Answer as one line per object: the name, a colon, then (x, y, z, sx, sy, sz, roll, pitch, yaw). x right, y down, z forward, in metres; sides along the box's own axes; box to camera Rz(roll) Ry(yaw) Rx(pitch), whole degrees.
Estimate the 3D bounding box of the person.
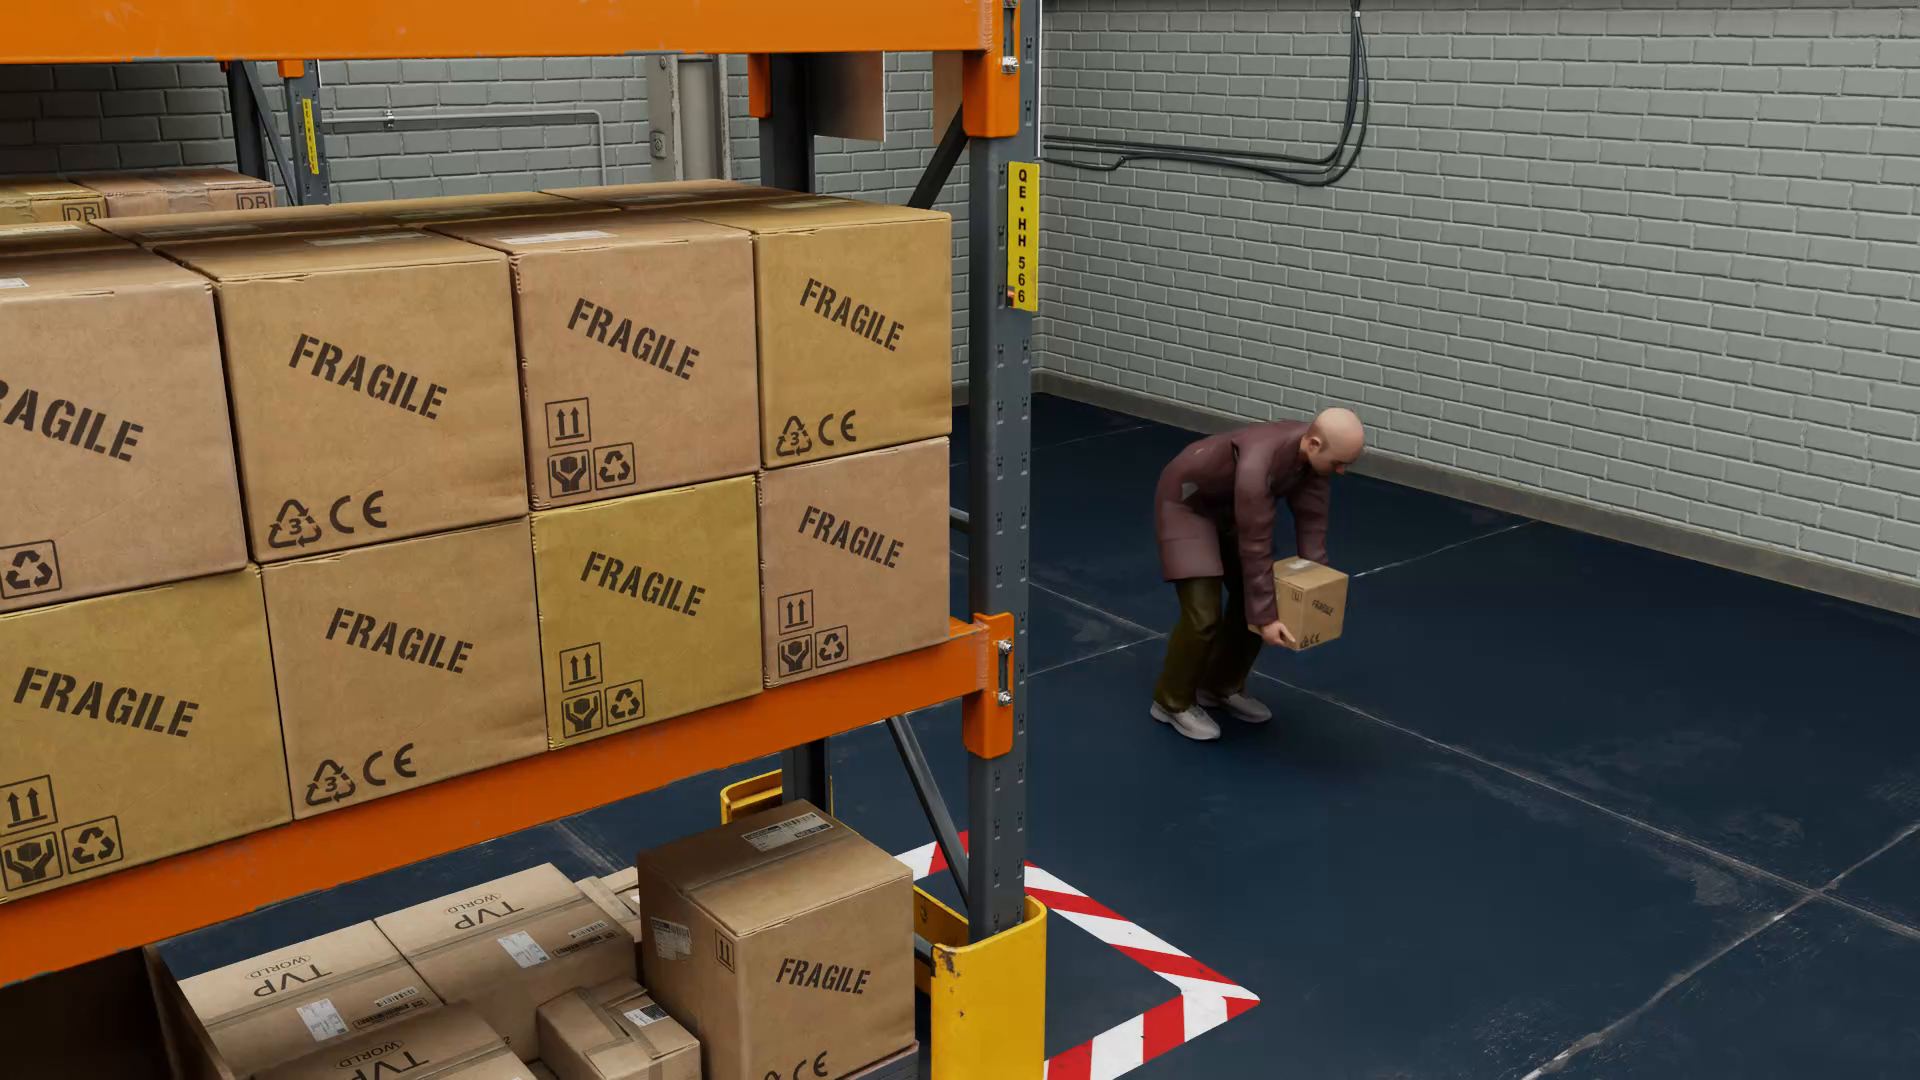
person: (1.125, 0.125, 6.377, 0.563, 1.361, 0.877, -14, 22, -38)
